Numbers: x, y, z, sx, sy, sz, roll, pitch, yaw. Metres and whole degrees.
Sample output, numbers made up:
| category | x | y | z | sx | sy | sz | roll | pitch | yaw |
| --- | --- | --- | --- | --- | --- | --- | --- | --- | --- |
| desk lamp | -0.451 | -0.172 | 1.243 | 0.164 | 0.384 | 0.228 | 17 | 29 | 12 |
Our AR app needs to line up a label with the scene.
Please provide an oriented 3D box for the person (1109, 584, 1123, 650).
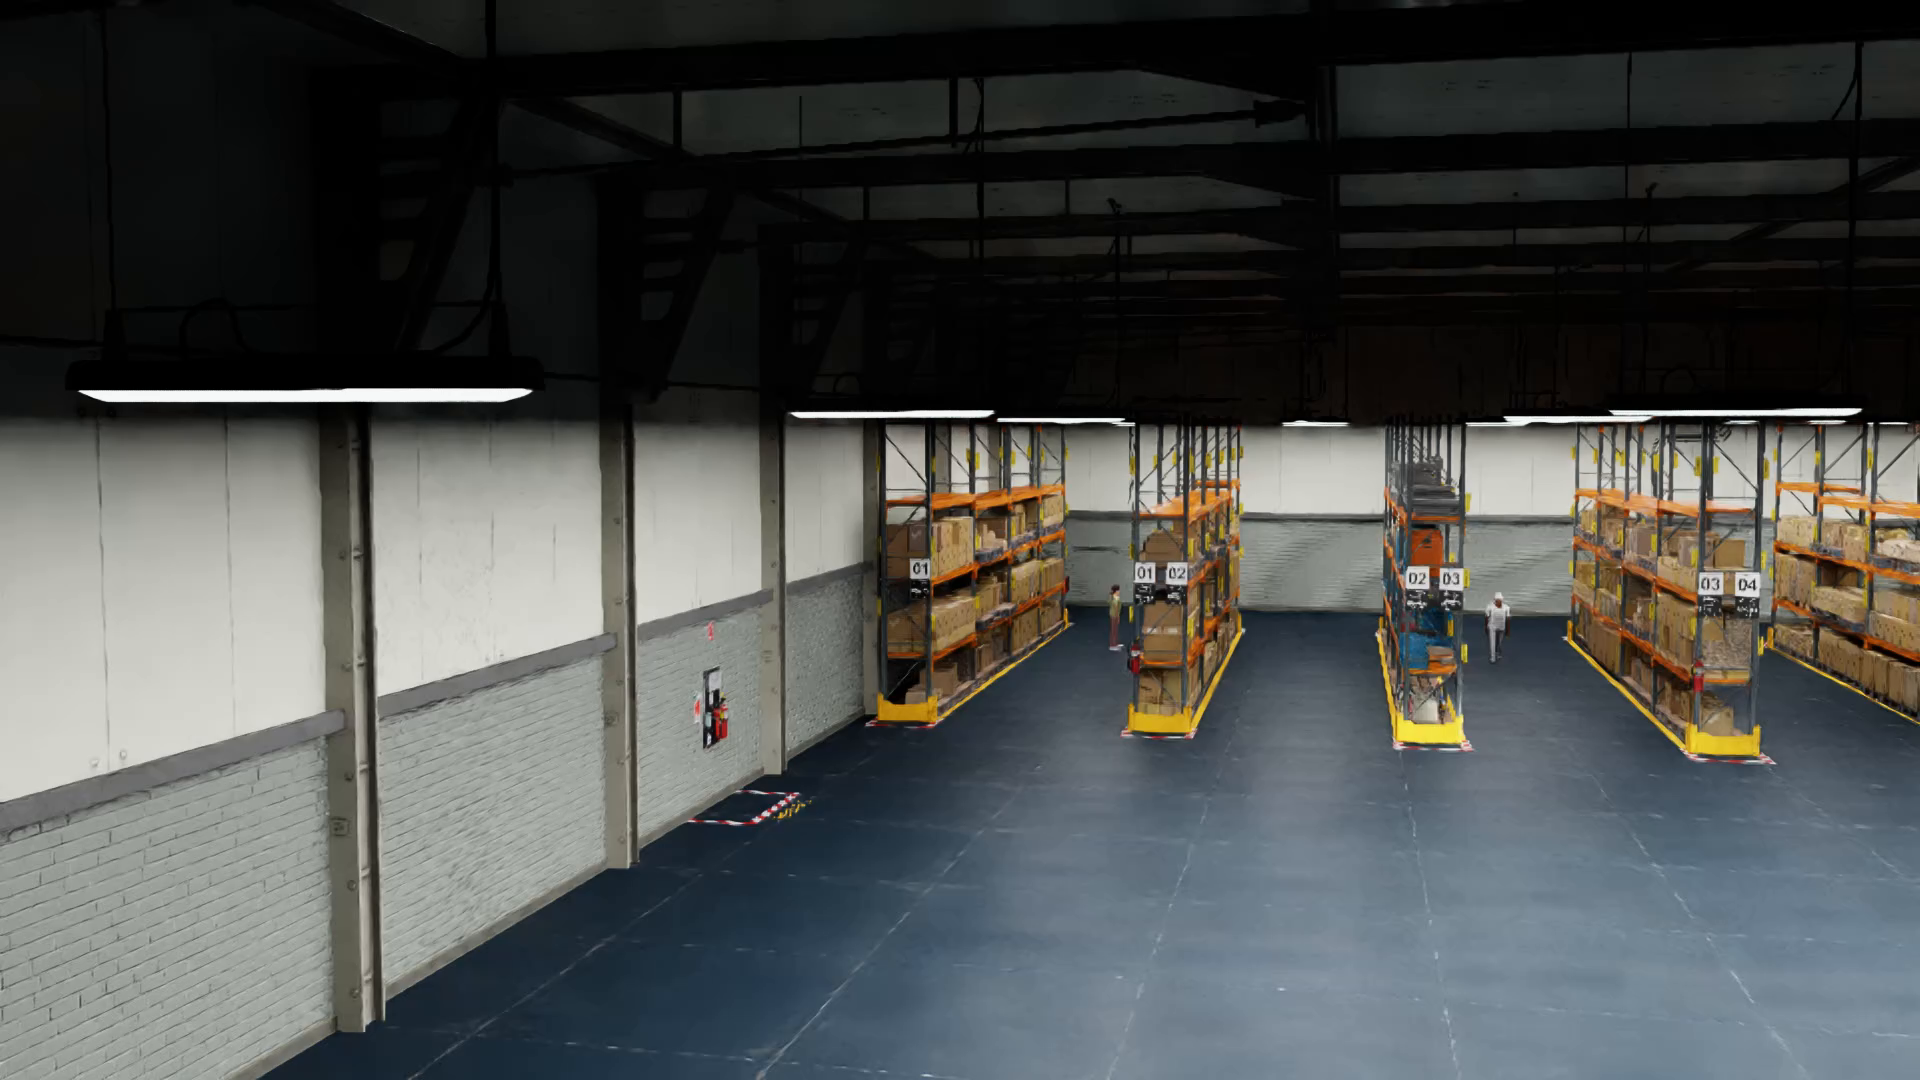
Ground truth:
| category | x | y | z | sx | sy | sz | roll | pitch | yaw |
| --- | --- | --- | --- | --- | --- | --- | --- | --- | --- |
| person | 4.035 | 1.977 | 42.783 | 0.454 | 1.679 | 0.538 | -1 | 4 | -12 |

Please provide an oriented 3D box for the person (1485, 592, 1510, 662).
| category | x | y | z | sx | sy | sz | roll | pitch | yaw |
| --- | --- | --- | --- | --- | --- | --- | --- | --- | --- |
| person | 13.149 | 2.115 | 40.634 | 0.577 | 1.687 | 1.115 | 1 | 4 | 11 |
